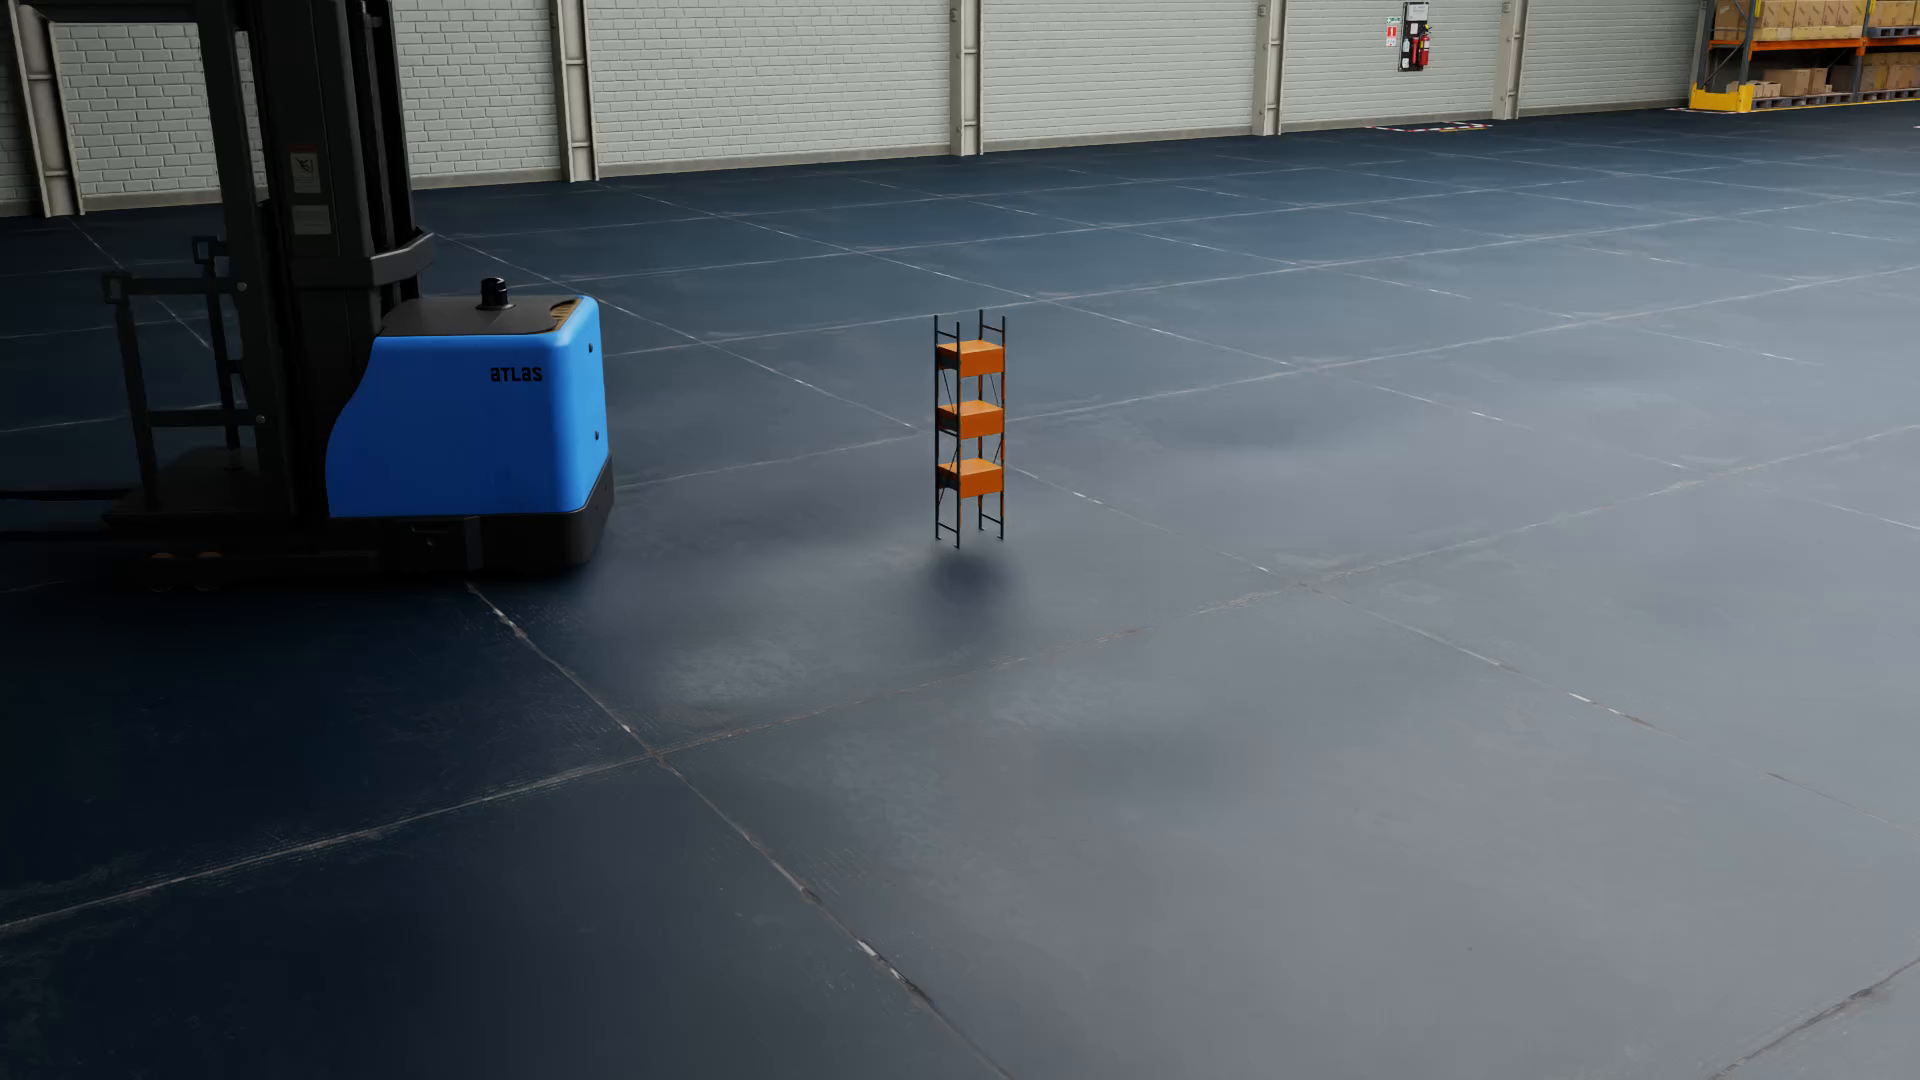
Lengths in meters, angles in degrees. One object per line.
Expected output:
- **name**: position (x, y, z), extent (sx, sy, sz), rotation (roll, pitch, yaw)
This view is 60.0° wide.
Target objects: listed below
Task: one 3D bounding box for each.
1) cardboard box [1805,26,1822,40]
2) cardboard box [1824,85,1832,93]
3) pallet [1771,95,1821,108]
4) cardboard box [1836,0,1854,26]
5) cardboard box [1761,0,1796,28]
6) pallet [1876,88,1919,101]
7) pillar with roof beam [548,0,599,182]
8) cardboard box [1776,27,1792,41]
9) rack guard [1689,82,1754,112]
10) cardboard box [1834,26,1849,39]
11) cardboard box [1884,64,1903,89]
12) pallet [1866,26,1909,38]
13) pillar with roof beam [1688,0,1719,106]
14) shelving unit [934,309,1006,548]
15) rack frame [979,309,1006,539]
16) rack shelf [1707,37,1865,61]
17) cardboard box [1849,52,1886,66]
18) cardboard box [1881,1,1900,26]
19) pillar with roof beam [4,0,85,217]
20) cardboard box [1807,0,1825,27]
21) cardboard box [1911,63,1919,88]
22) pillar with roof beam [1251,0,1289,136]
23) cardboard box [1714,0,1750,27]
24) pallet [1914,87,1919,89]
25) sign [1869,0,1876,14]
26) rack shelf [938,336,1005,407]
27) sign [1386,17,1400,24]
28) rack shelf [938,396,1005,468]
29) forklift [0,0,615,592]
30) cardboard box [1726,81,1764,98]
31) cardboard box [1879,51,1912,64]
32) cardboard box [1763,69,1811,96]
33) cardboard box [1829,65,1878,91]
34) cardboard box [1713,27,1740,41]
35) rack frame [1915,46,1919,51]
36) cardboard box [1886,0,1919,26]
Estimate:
- **cardboard box**: position (16.882, -10.167, 33.337), extent (0.500, 0.250, 0.500), rotation (-12, 22, -31)
- **cardboard box**: position (17.932, -9.424, 34.674), extent (0.250, 0.166, 0.380), rotation (-16, 24, -38)
- **pallet**: position (16.801, -8.995, 34.022), extent (1.213, 0.211, 1.003), rotation (-12, 22, -31)
- **cardboard box**: position (17.724, -10.698, 33.738), extent (0.500, 0.500, 0.500), rotation (-12, 22, -32)
- **cardboard box**: position (16.004, -10.337, 32.671), extent (0.500, 0.500, 0.500), rotation (-12, 22, -31)
- **pallet**: position (20.032, -9.693, 36.086), extent (1.213, 0.211, 1.003), rotation (-12, 22, -31)
- **pillar with roof beam**: position (-2.546, -7.773, 16.687), extent (0.400, 9.000, 9.100), rotation (-12, 22, -31)
- **cardboard box**: position (16.029, -9.990, 32.815), extent (0.500, 0.250, 0.500), rotation (-13, 22, -33)
- **rack guard**: position (15.085, -8.785, 32.949), extent (0.348, 0.500, 1.175), rotation (-12, 22, -31)
- **cardboard box**: position (17.713, -10.349, 33.874), extent (0.500, 0.250, 0.500), rotation (-12, 22, -31)
- **cardboard box**: position (19.820, -10.002, 35.863), extent (0.500, 0.500, 0.700), rotation (-12, 22, -31)
- **pallet**: position (19.080, -10.665, 34.907), extent (1.213, 0.211, 1.003), rotation (-12, 22, -31)
- **pillar with roof beam**: position (17.498, -12.001, 29.191), extent (0.400, 9.000, 9.100), rotation (-12, 22, -31)
- **shelving unit**: position (0.045, -0.507, 7.605), extent (0.252, 1.050, 0.215), rotation (-12, 22, -31)
- **rack frame**: position (0.147, -0.528, 7.668), extent (0.008, 1.050, 0.200), rotation (-12, 22, -31)
- **rack shelf**: position (16.692, -9.967, 33.666), extent (4.000, 0.370, 1.077), rotation (-12, 22, -31)
- **cardboard box**: position (19.334, -10.252, 35.432), extent (0.500, 0.250, 0.500), rotation (-12, 22, -33)
- **cardboard box**: position (19.277, -11.093, 35.030), extent (0.500, 0.500, 0.700), rotation (-9, 21, -26)
- **pillar with roof beam**: position (-7.557, -6.717, 13.561), extent (0.400, 9.000, 9.100), rotation (-12, 22, -31)
- **cardboard box**: position (16.863, -10.521, 33.213), extent (0.500, 0.500, 0.500), rotation (-11, 22, -30)
- **cardboard box**: position (20.636, -10.189, 36.414), extent (0.500, 0.500, 0.700), rotation (-12, 22, -31)
- **pillar with roof beam**: position (7.476, -9.887, 22.939), extent (0.400, 9.000, 9.100), rotation (-12, 22, -31)
- **cardboard box**: position (15.298, -10.389, 32.824), extent (0.500, 0.500, 0.500), rotation (-12, 22, -32)
- **pallet**: position (21.049, -9.906, 36.718), extent (1.213, 0.211, 1.003), rotation (-12, 22, -31)
- **sign**: position (18.667, -10.926, 34.029), extent (0.005, 0.325, 0.100), rotation (-12, 22, -31)
- **rack shelf**: position (0.045, -0.766, 7.517), extent (0.240, 0.259, 0.215), rotation (-12, 22, -31)
- **sign**: position (7.525, -9.025, 28.873), extent (0.331, 0.109, 0.001), rotation (-12, 22, -31)
- **rack shelf**: position (0.045, -0.497, 7.608), extent (0.240, 0.259, 0.215), rotation (-12, 22, -31)
- **forklift**: position (-3.160, -1.342, 7.137), extent (3.031, 2.935, 1.130), rotation (-1, 19, -4)
- **cardboard box**: position (15.649, -8.988, 33.159), extent (0.500, 0.311, 0.500), rotation (-15, 24, -37)
- **cardboard box**: position (20.193, -10.428, 35.951), extent (0.500, 0.250, 0.500), rotation (-12, 22, -32)
- **cardboard box**: position (16.765, -9.294, 33.768), extent (0.500, 0.500, 0.700), rotation (-14, 23, -35)
- **cardboard box**: position (18.968, -9.819, 35.320), extent (0.500, 0.500, 0.700), rotation (-11, 22, -30)
- **cardboard box**: position (15.305, -10.028, 32.927), extent (0.500, 0.250, 0.500), rotation (-12, 22, -31)
- **rack frame**: position (21.703, -11.365, 36.677), extent (0.127, 3.000, 1.000), rotation (-12, 22, -31)
- **cardboard box**: position (20.288, -11.310, 35.671), extent (0.500, 0.500, 0.700), rotation (-12, 22, -31)
